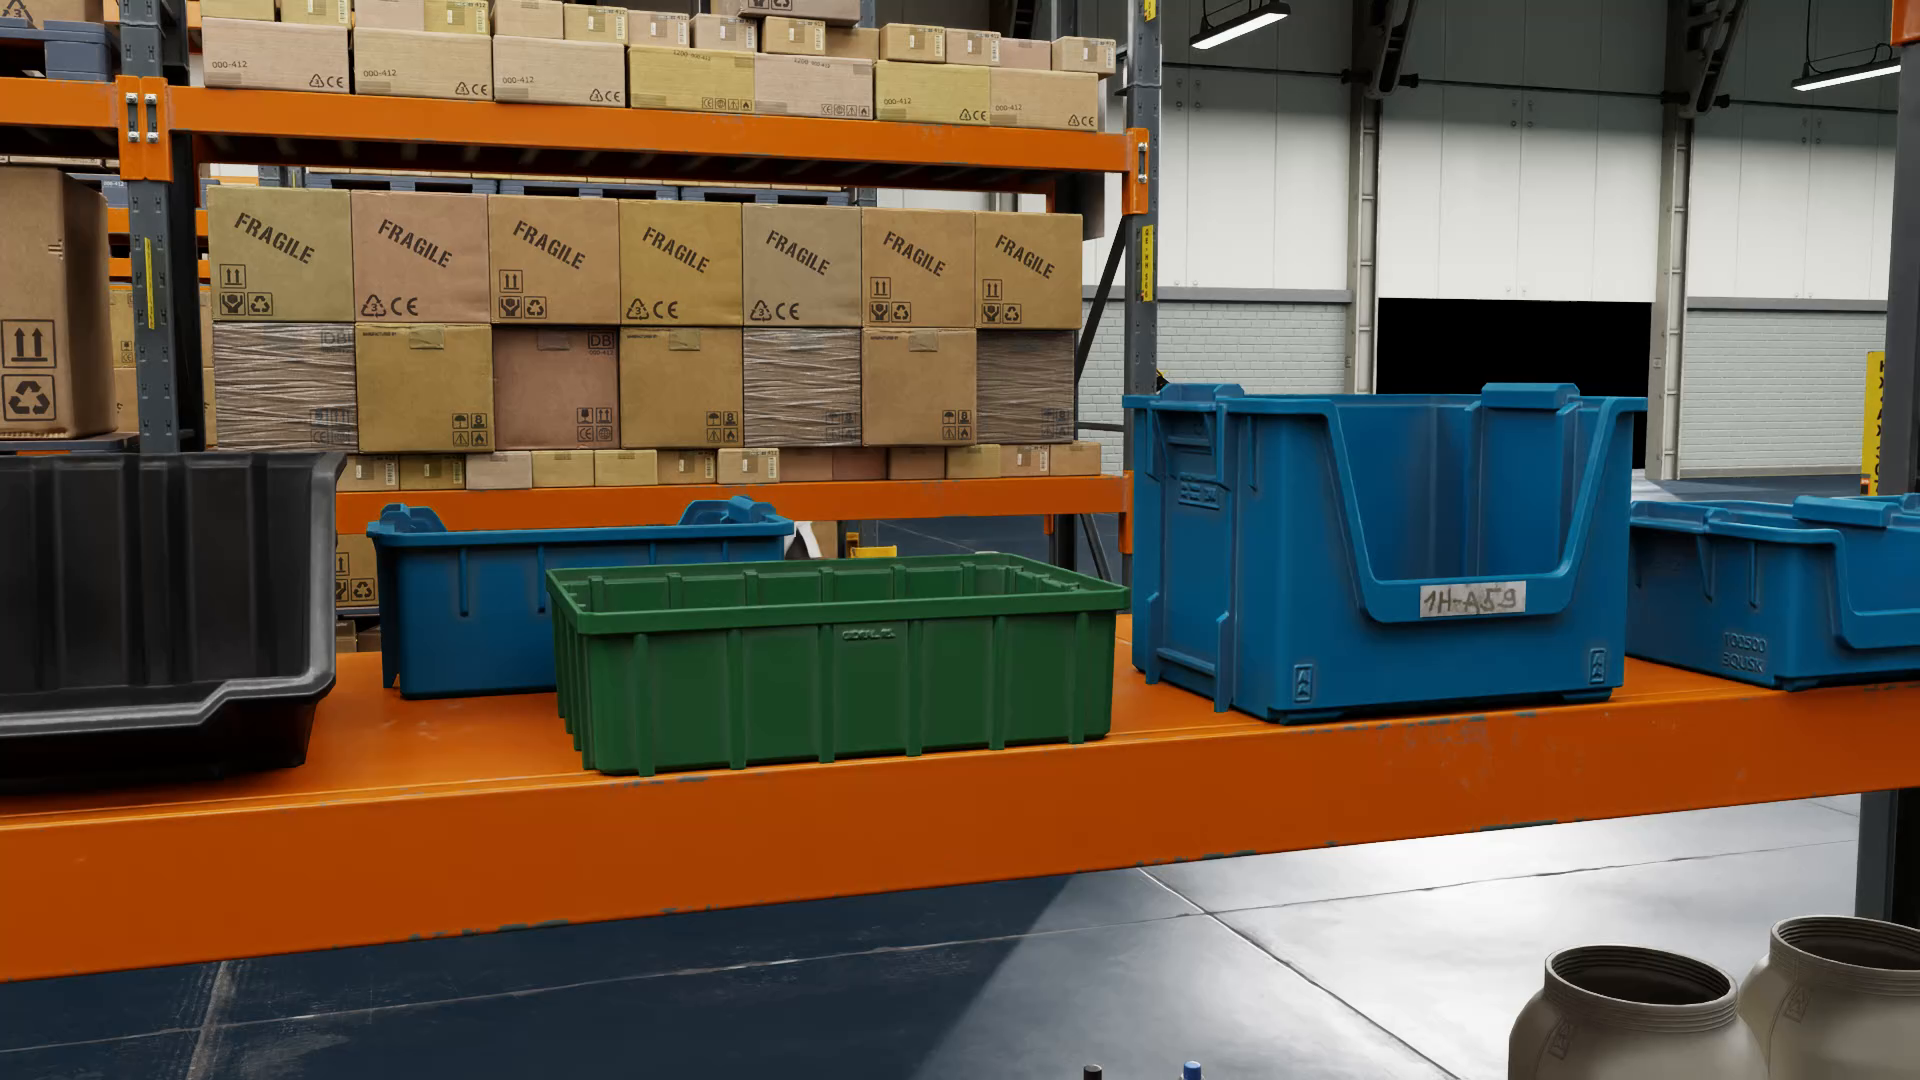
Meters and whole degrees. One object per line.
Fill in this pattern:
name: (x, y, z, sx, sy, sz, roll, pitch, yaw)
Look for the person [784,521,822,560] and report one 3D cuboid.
person: (-1.157, -0.083, 9.709, 1.089, 1.720, 0.626, 4, 7, 34)
